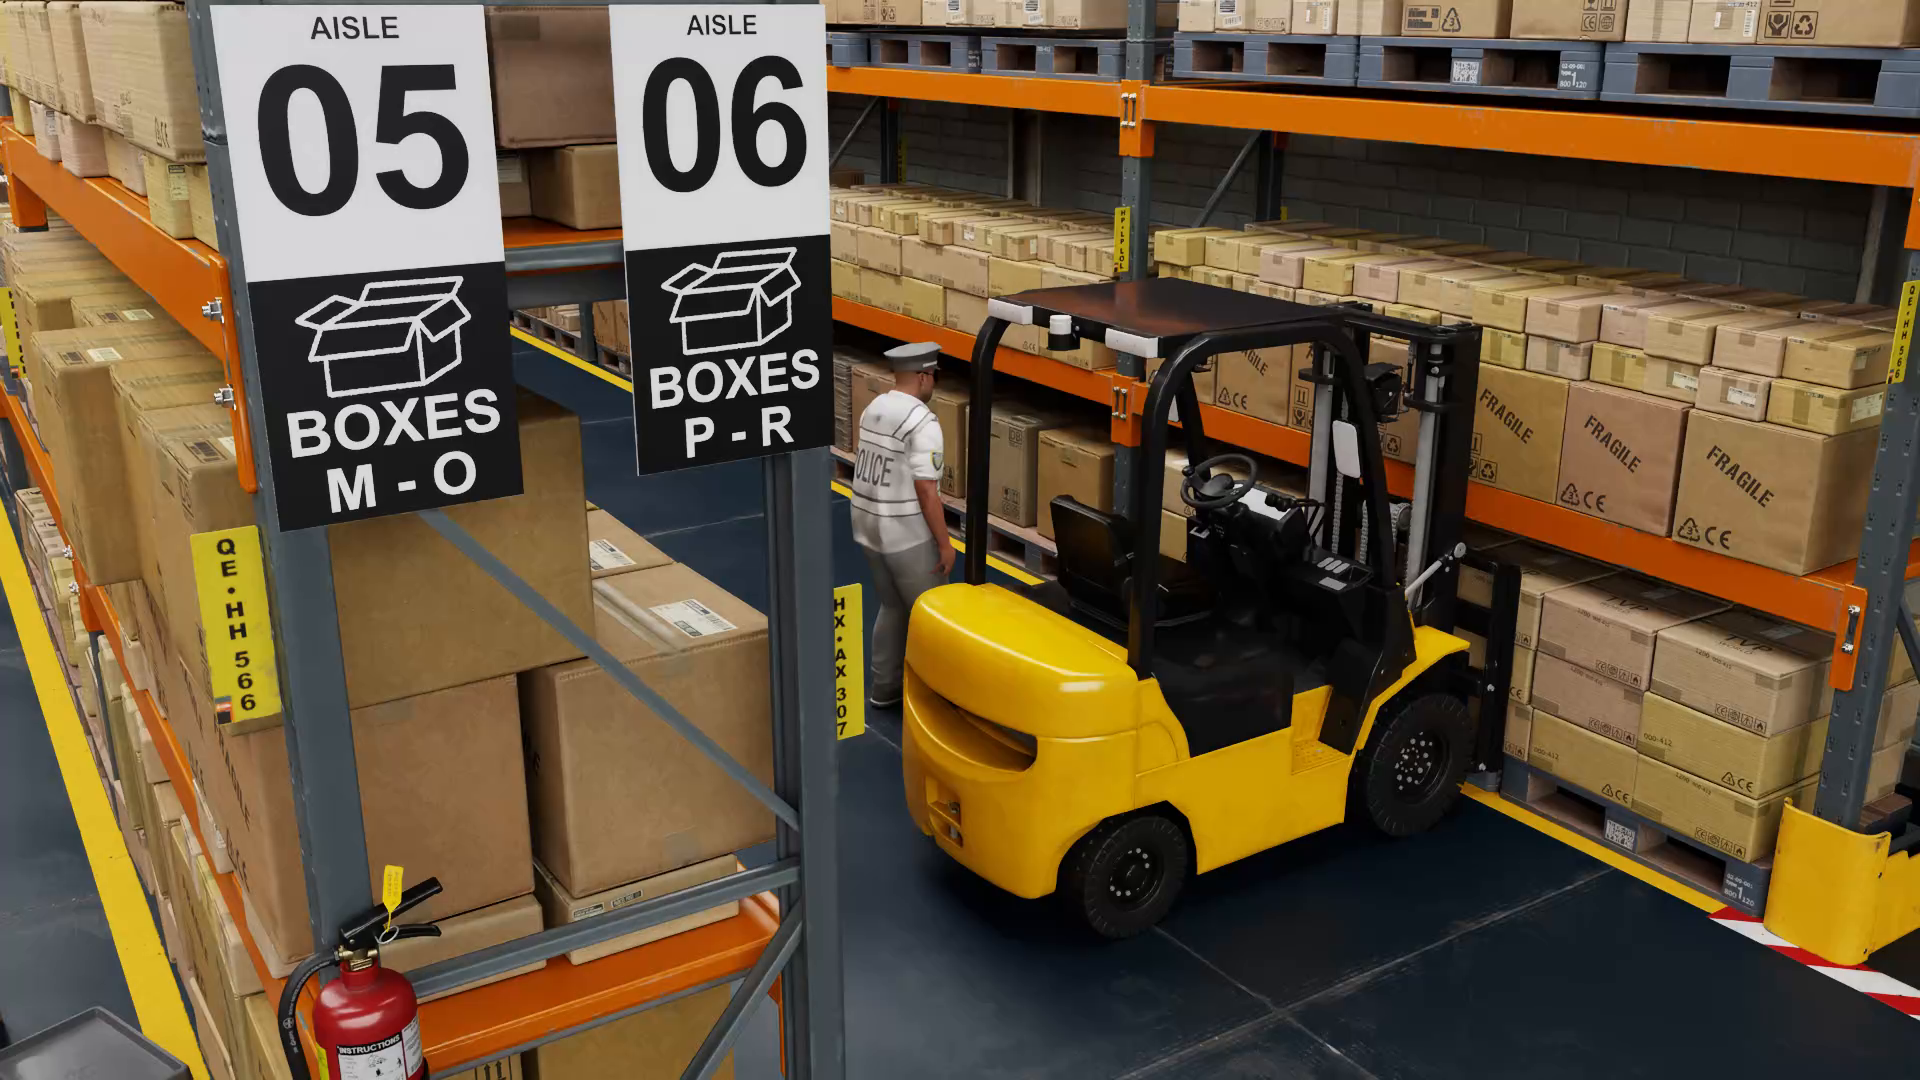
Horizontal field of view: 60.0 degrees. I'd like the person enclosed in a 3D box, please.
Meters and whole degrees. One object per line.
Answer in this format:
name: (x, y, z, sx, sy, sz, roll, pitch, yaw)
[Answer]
person: (-0.257, -0.022, 7.615, 0.433, 1.744, 0.588, -13, 22, -34)
